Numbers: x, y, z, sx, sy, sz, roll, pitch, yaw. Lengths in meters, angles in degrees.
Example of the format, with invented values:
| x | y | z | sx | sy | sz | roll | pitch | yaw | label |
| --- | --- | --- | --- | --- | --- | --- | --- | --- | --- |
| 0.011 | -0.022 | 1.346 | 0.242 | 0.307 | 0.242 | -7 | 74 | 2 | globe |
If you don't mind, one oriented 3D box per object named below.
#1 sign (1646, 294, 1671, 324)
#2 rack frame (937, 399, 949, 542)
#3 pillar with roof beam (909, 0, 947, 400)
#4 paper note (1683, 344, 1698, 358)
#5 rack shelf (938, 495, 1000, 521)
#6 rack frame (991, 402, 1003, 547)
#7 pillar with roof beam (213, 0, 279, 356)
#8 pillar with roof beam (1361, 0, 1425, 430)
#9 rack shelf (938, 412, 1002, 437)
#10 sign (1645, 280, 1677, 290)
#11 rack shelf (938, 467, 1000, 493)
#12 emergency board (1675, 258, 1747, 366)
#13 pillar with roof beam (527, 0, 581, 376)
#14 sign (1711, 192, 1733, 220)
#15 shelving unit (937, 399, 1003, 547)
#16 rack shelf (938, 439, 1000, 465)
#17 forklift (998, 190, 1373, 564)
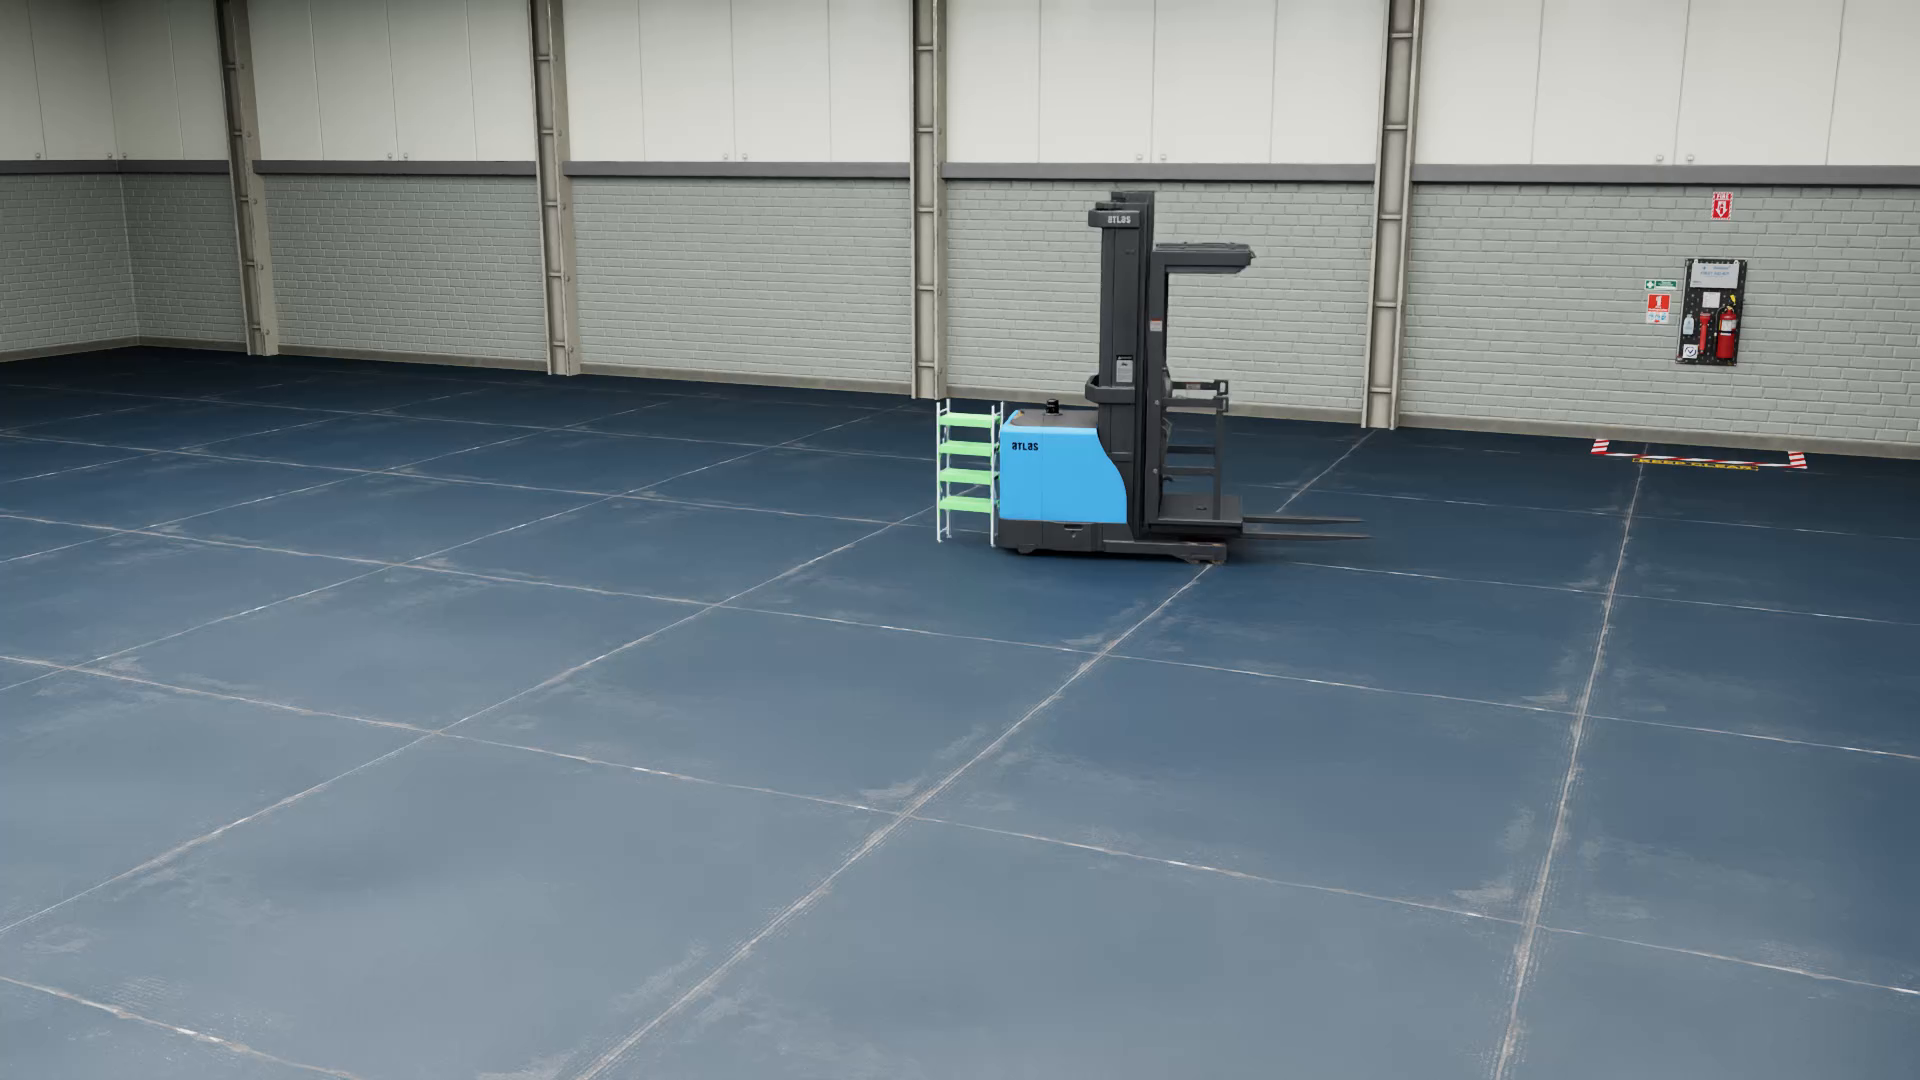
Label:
| x | y | z | sx | sy | sz | roll | pitch | yaw | label |
| --- | --- | --- | --- | --- | --- | --- | --- | --- | --- |
| 7.851 | -2.601 | 18.697 | 0.234 | 0.329 | 0.001 | 6 | 14 | 23 | sign |
| -0.142 | -0.589 | 14.138 | 0.015 | 1.200 | 0.240 | 5 | 14 | 21 | rack frame |
| -2.157 | -5.407 | 17.598 | 0.400 | 9.000 | 9.100 | 6 | 14 | 23 | pillar with roof beam |
| 8.181 | -2.113 | 18.623 | 0.142 | 0.148 | 0.016 | 6 | 14 | 23 | paper note |
| 0.085 | -0.273 | 14.121 | 0.480 | 0.148 | 0.258 | 5 | 14 | 21 | rack shelf |
| 0.313 | -0.548 | 13.965 | 0.015 | 1.200 | 0.240 | 5 | 14 | 21 | rack frame |
| -13.128 | -6.517 | 22.330 | 0.400 | 9.000 | 9.100 | 6 | 14 | 23 | pillar with roof beam |
| 3.329 | -4.851 | 15.232 | 0.400 | 9.000 | 9.100 | 6 | 14 | 23 | pillar with roof beam |
| 0.085 | -0.974 | 13.956 | 0.480 | 0.148 | 0.258 | 5 | 14 | 21 | rack shelf |
| 7.851 | -2.857 | 18.627 | 0.331 | 0.109 | 0.001 | 6 | 14 | 23 | sign |
| 0.085 | -0.506 | 14.066 | 0.480 | 0.148 | 0.258 | 5 | 14 | 21 | rack shelf |
| 8.315 | -2.511 | 18.391 | 0.643 | 1.169 | 0.194 | 6 | 14 | 23 | emergency board |
| -7.643 | -5.962 | 19.964 | 0.400 | 9.000 | 9.100 | 6 | 14 | 23 | pillar with roof beam |
| 8.347 | -3.662 | 18.218 | 0.199 | 0.298 | 0.001 | 6 | 14 | 23 | sign |
| 0.085 | -0.569 | 14.051 | 0.503 | 1.200 | 0.258 | 5 | 14 | 21 | shelving unit |
| 0.085 | -0.740 | 14.011 | 0.480 | 0.148 | 0.258 | 5 | 14 | 21 | rack shelf |
| 1.875 | -1.361 | 13.638 | 3.031 | 2.935 | 1.130 | 2 | 13 | 9 | forklift |
